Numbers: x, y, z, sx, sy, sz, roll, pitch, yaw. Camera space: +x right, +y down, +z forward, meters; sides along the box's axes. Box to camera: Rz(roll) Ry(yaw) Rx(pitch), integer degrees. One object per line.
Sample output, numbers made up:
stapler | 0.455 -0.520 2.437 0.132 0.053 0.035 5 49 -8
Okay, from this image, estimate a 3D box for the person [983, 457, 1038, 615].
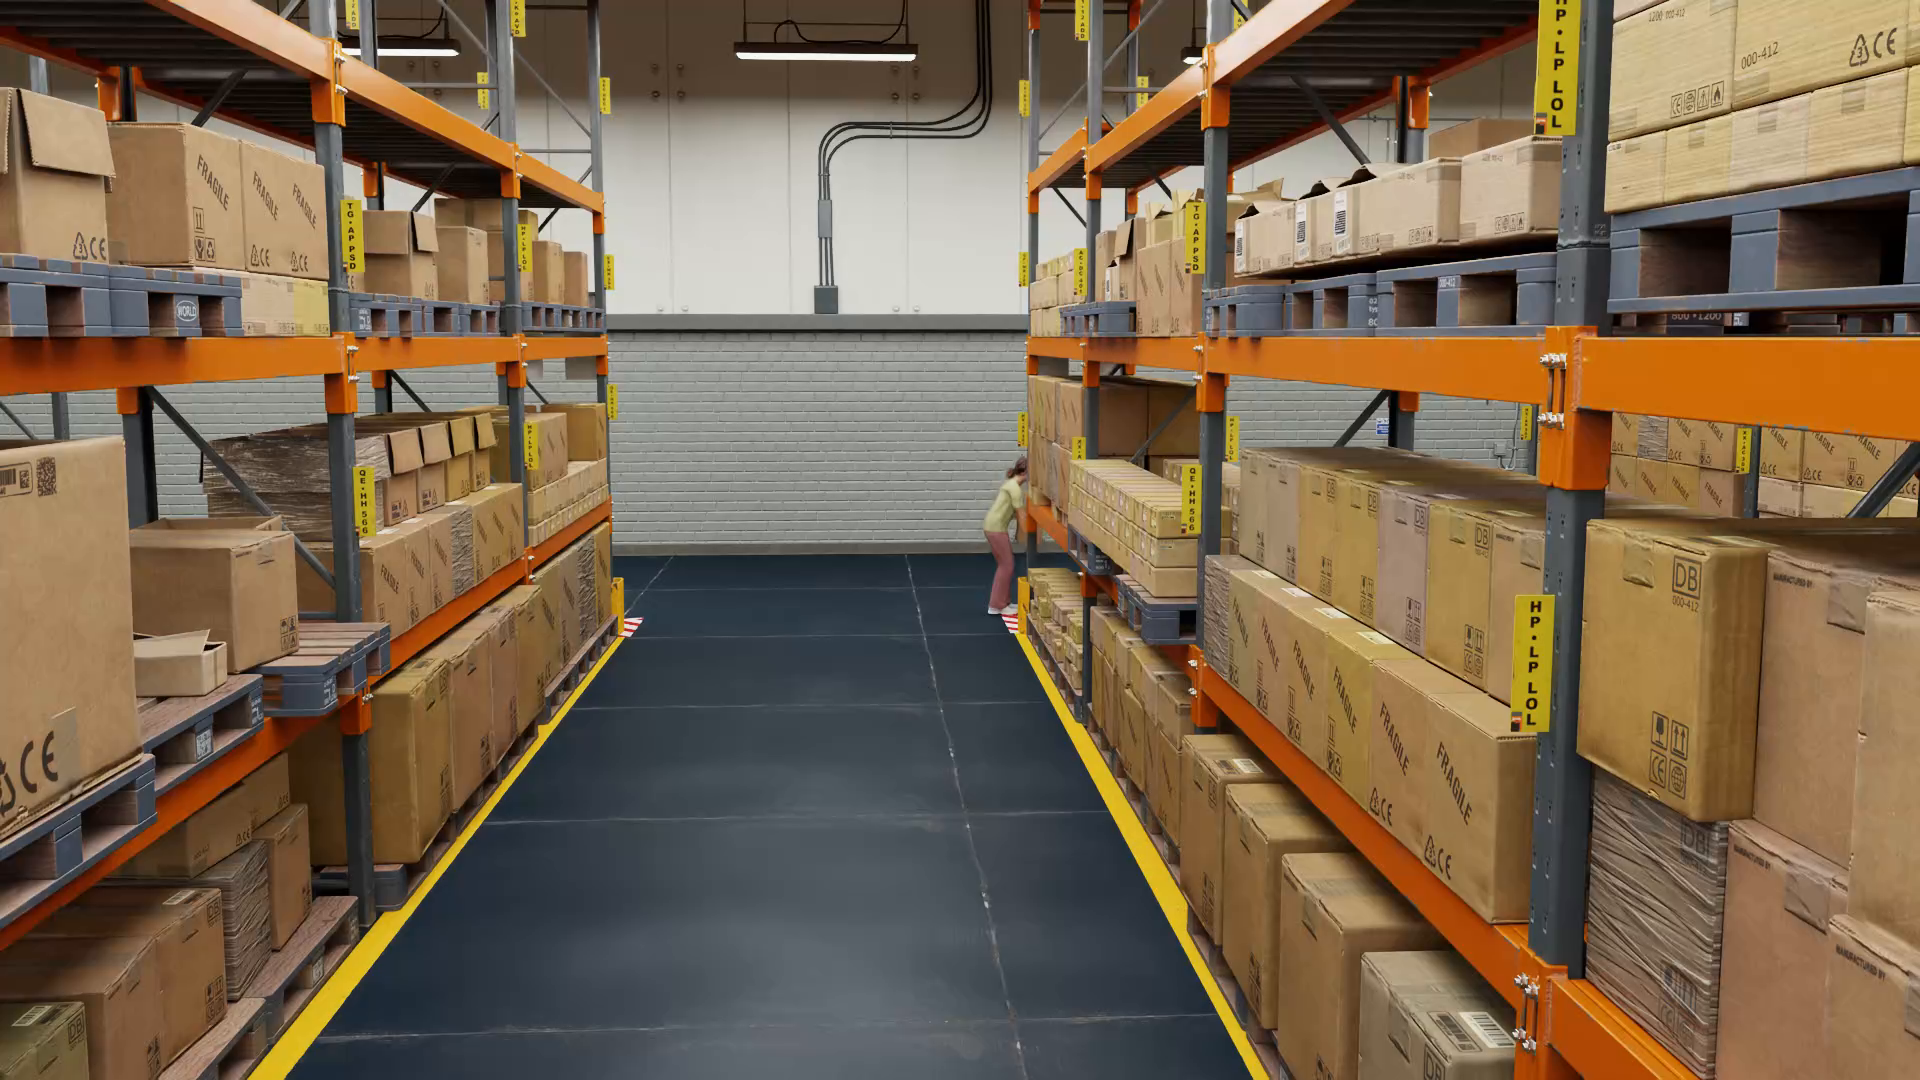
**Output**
person | 0.510 -0.048 16.981 0.551 1.601 0.409 0 7 -4
